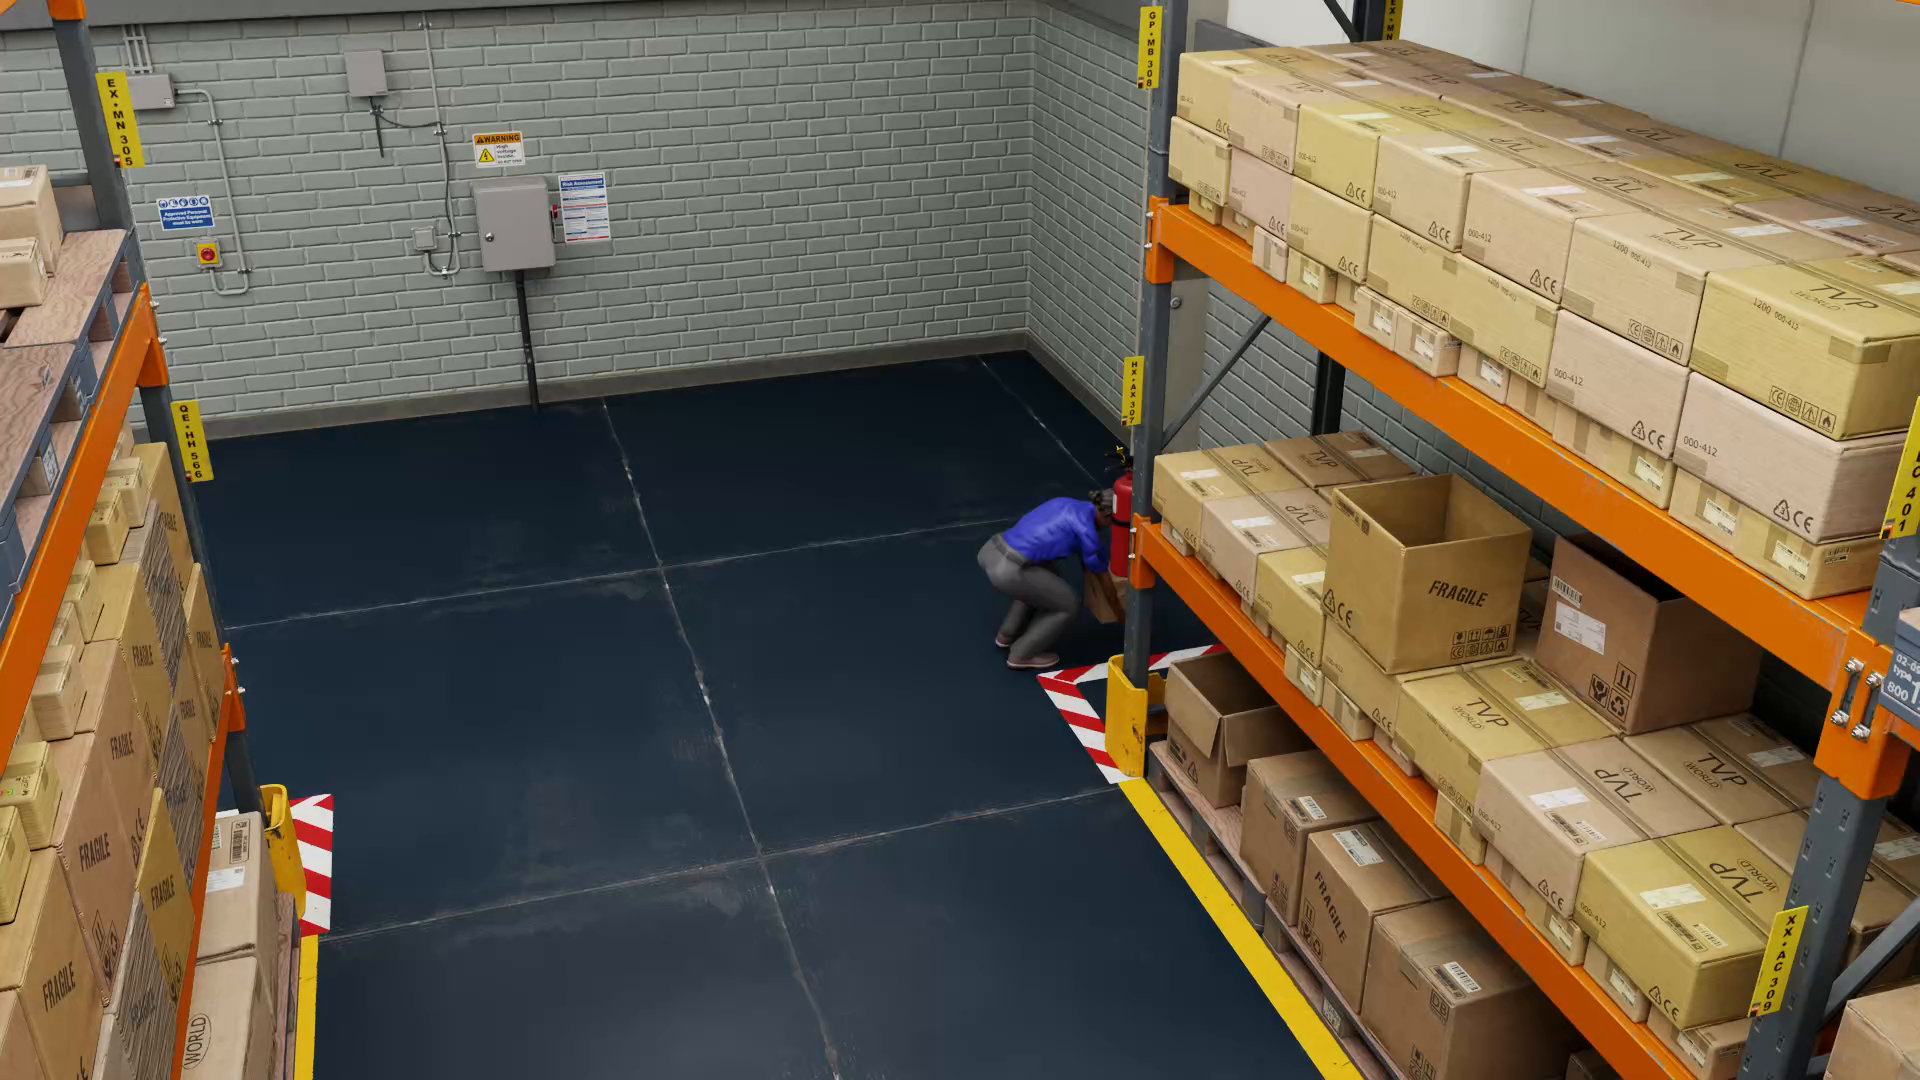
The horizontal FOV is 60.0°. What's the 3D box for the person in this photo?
[{"bbox_3d":[0.519,0.192,9.051,0.863,0.938,0.470,-8,28,-16],"label":"person"}]
